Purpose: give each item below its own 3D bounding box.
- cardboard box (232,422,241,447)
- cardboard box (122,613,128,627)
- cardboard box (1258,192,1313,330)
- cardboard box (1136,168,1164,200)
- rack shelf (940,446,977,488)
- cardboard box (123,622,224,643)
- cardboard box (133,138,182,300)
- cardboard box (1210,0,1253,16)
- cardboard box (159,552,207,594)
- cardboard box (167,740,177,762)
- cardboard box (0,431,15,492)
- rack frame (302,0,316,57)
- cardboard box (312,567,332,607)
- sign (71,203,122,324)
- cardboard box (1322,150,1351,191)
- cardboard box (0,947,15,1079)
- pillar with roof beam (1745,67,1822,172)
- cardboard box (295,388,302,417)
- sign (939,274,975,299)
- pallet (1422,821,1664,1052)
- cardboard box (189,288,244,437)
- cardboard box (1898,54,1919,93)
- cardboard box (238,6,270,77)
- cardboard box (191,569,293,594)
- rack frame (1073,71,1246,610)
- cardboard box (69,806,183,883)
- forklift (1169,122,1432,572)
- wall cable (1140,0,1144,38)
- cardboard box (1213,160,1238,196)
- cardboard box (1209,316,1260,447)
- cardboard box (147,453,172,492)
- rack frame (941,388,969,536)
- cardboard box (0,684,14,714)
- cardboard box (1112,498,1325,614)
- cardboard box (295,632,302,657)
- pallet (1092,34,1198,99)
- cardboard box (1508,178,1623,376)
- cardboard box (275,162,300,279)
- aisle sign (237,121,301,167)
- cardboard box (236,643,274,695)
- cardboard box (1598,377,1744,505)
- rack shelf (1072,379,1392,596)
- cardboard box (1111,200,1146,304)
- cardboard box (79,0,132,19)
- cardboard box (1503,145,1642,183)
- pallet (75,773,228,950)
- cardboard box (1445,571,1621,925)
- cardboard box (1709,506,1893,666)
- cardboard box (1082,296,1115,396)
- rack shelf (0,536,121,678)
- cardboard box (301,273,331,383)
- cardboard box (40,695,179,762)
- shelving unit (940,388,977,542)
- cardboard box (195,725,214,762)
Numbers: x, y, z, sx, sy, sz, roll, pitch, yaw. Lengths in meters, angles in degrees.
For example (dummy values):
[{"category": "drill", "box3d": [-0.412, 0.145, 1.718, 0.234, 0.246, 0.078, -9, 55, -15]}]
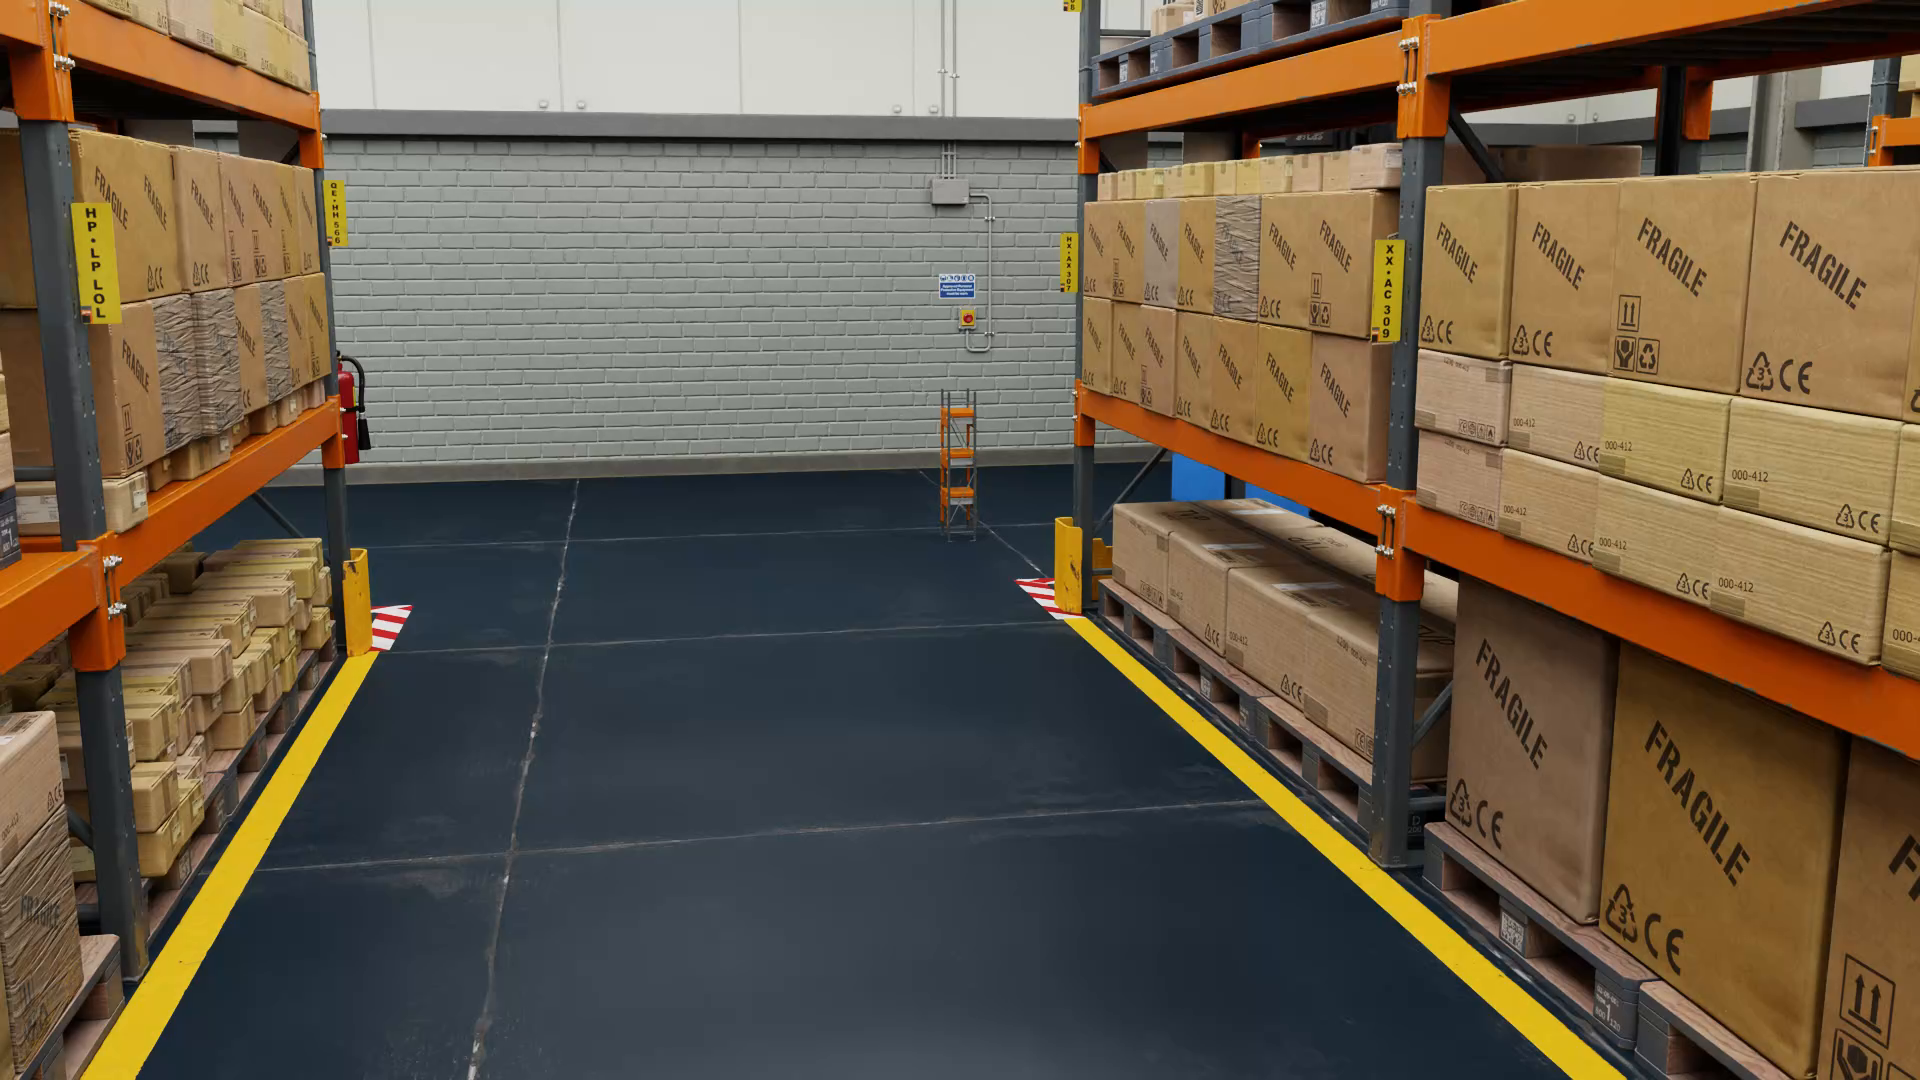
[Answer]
[{"category": "cardboard box", "box3d": [-3.110, -0.439, 6.653, 0.380, 0.149, 0.250, -2, 11, -10]}, {"category": "cardboard box", "box3d": [-3.496, 0.394, 6.514, 0.380, 0.149, 0.250, -2, 11, -11]}, {"category": "cardboard box", "box3d": [1.478, -1.075, 6.379, 0.500, 0.500, 0.500, -2, 11, -12]}, {"category": "cardboard box", "box3d": [1.079, -1.737, 8.124, 0.380, 0.149, 0.250, -2, 11, -13]}, {"category": "rack shelf", "box3d": [-0.010, -0.515, 11.652, 0.215, 0.259, 0.240, -2, 11, -11]}, {"category": "cardboard box", "box3d": [-3.038, 0.424, 6.355, 0.380, 0.149, 0.250, -3, 11, -13]}, {"category": "cardboard box", "box3d": [-2.869, -1.038, 5.393, 0.500, 0.500, 0.500, -2, 11, -13]}, {"category": "cardboard box", "box3d": [1.398, -2.501, 7.134, 0.500, 0.500, 0.500, -2, 11, -10]}, {"category": "cardboard box", "box3d": [-3.742, 0.157, 7.759, 0.380, 0.149, 0.250, -2, 11, -10]}, {"category": "cardboard box", "box3d": [-2.881, 0.717, 5.610, 0.380, 0.149, 0.250, -2, 11, -11]}, {"category": "cardboard box", "box3d": [-2.633, -0.183, 4.185, 0.380, 0.149, 0.250, -2, 11, -12]}, {"category": "rack frame", "box3d": [-3.682, -3.847, 7.839, 1.000, 3.000, 0.127, -2, 11, -11]}, {"category": "cardboard box", "box3d": [-3.300, 0.235, 8.146, 0.380, 0.149, 0.250, -2, 11, -13]}, {"category": "sign", "box3d": [-2.361, -0.756, 4.547, 0.100, 0.325, 0.005, -2, 11, -11]}, {"category": "cardboard box", "box3d": [1.576, -1.367, 6.178, 0.380, 0.149, 0.250, -2, 11, -11]}, {"category": "cardboard box", "box3d": [-2.414, 1.076, 3.581, 0.500, 0.500, 0.500, -2, 11, -12]}, {"category": "pillar with roof beam", "box3d": [2.159, -4.597, 11.782, 9.100, 9.000, 0.400, -2, 11, -11]}, {"category": "cardboard box", "box3d": [-3.267, -0.634, 7.678, 0.380, 0.149, 0.250, -2, 11, -12]}, {"category": "sign", "box3d": [-0.025, -2.274, 14.897, 0.327, 0.218, 0.001, -2, 11, -11]}, {"category": "pallet", "box3d": [2.155, 1.144, 5.121, 1.003, 0.211, 1.213, -2, 11, -11]}, {"category": "cardboard box", "box3d": [-2.919, -0.645, 6.002, 0.500, 0.500, 0.500, -2, 11, -12]}, {"category": "cardboard box", "box3d": [5.840, -2.734, 9.621, 0.500, 0.250, 0.500, -2, 11, -12]}, {"category": "cardboard box", "box3d": [-3.145, -2.041, 6.775, 0.500, 0.250, 0.500, -2, 11, -9]}, {"category": "cardboard box", "box3d": [-3.175, 0.231, 7.370, 0.380, 0.149, 0.250, -3, 11, -13]}, {"category": "rack frame", "box3d": [1.153, -1.098, 9.443, 1.000, 3.000, 0.127, -2, 11, -11]}, {"category": "cardboard box", "box3d": [-2.660, 0.950, 5.185, 0.380, 0.149, 0.250, -3, 11, -13]}, {"category": "forklift", "box3d": [2.924, -1.304, 10.709, 3.031, 2.935, 1.130, 8, 13, 35]}, {"category": "wall cable", "box3d": [0.509, -5.105, 14.451, 2.355, 3.000, 0.029, -2, 11, -11]}, {"category": "cardboard box", "box3d": [1.310, -1.550, 7.139, 0.380, 0.149, 0.250, -2, 11, -11]}, {"category": "cardboard box", "box3d": [1.373, -0.675, 6.954, 0.500, 0.500, 0.500, -2, 11, -12]}, {"category": "cardboard box", "box3d": [-2.912, -0.248, 5.649, 0.380, 0.149, 0.250, -3, 11, -14]}, {"category": "rack frame", "box3d": [-0.034, -0.548, 11.767, 0.200, 1.050, 0.008, -2, 11, -11]}, {"category": "cardboard box", "box3d": [-3.373, 0.589, 5.488, 0.380, 0.149, 0.250, -2, 11, -12]}, {"category": "cardboard box", "box3d": [1.380, 0.072, 9.027, 0.875, 0.438, 0.875, -3, 11, -13]}, {"category": "cardboard box", "box3d": [-3.259, 0.479, 7.661, 0.380, 0.149, 0.250, -2, 11, -11]}, {"category": "pallet", "box3d": [1.308, -2.392, 8.458, 1.003, 0.211, 1.213, -2, 11, -11]}, {"category": "cardboard box", "box3d": [1.861, -0.721, 4.522, 0.500, 0.500, 0.500, -2, 11, -11]}, {"category": "cardboard box", "box3d": [-3.251, -1.418, 7.388, 0.500, 0.500, 0.500, -3, 11, -13]}, {"category": "aisle sign", "box3d": [-3.402, -2.201, 8.285, 0.394, 0.787, 0.004, -2, 11, -11]}, {"category": "cardboard box", "box3d": [-2.971, 0.522, 6.638, 0.380, 0.149, 0.250, -2, 11, -10]}, {"category": "cardboard box", "box3d": [1.941, -0.257, 4.090, 0.500, 0.250, 0.500, -2, 11, -10]}, {"category": "rack shelf", "box3d": [1.542, -0.378, 7.583, 1.077, 0.370, 4.000, -2, 11, -11]}, {"category": "cardboard box", "box3d": [1.075, -1.445, 8.327, 0.500, 0.500, 0.500, -2, 11, -13]}, {"category": "cardboard box", "box3d": [-2.736, -1.660, 4.776, 0.500, 0.250, 0.500, -2, 11, -8]}, {"category": "cardboard box", "box3d": [2.125, -1.291, 5.779, 0.380, 0.149, 0.250, -2, 11, -12]}, {"category": "pallet", "box3d": [-3.070, 1.082, 5.447, 1.003, 0.211, 1.213, -2, 11, -11]}, {"category": "cardboard box", "box3d": [2.130, 0.584, 5.166, 0.875, 0.875, 0.875, -2, 11, -9]}, {"category": "cardboard box", "box3d": [2.032, 0.081, 3.650, 0.500, 0.250, 0.500, -2, 11, -12]}, {"category": "cardboard box", "box3d": [0.965, -1.049, 8.917, 0.500, 0.500, 0.500, -2, 11, -11]}, {"category": "rack shelf", "box3d": [-2.515, 0.554, 2.686, 1.077, 0.370, 4.000, -2, 11, -11]}, {"category": "cardboard box", "box3d": [-3.343, -1.022, 7.979, 0.500, 0.500, 0.500, -2, 11, -10]}, {"category": "cardboard box", "box3d": [-2.764, 0.613, 5.366, 0.380, 0.149, 0.250, -2, 11, -8]}, {"category": "shelving unit", "box3d": [-0.010, -0.526, 11.650, 0.215, 1.050, 0.252, -2, 11, -11]}, {"category": "cardboard box", "box3d": [-2.996, 0.764, 6.159, 0.380, 0.149, 0.250, -3, 11, -13]}]
